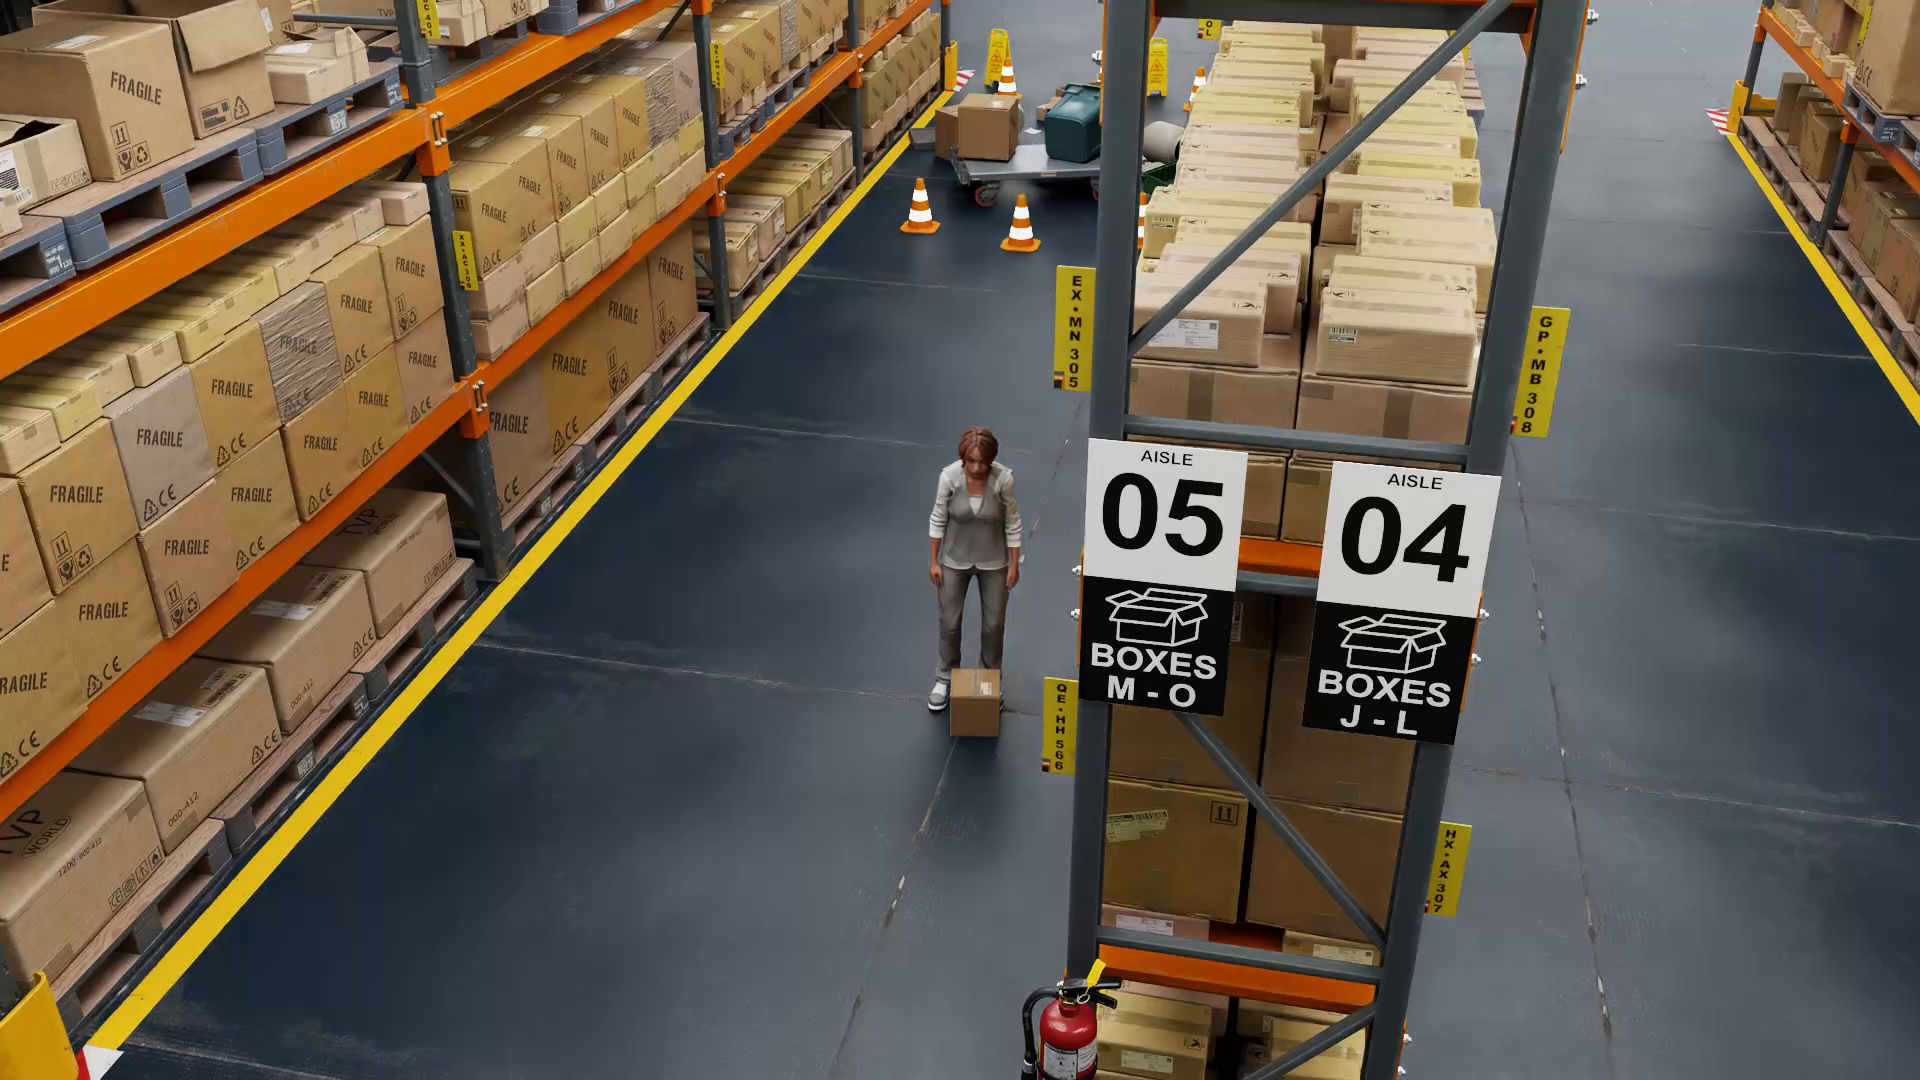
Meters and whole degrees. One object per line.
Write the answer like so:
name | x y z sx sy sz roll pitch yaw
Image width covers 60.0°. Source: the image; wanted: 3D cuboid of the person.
person | 0.073 0.132 8.380 0.468 1.593 0.349 2 29 3
